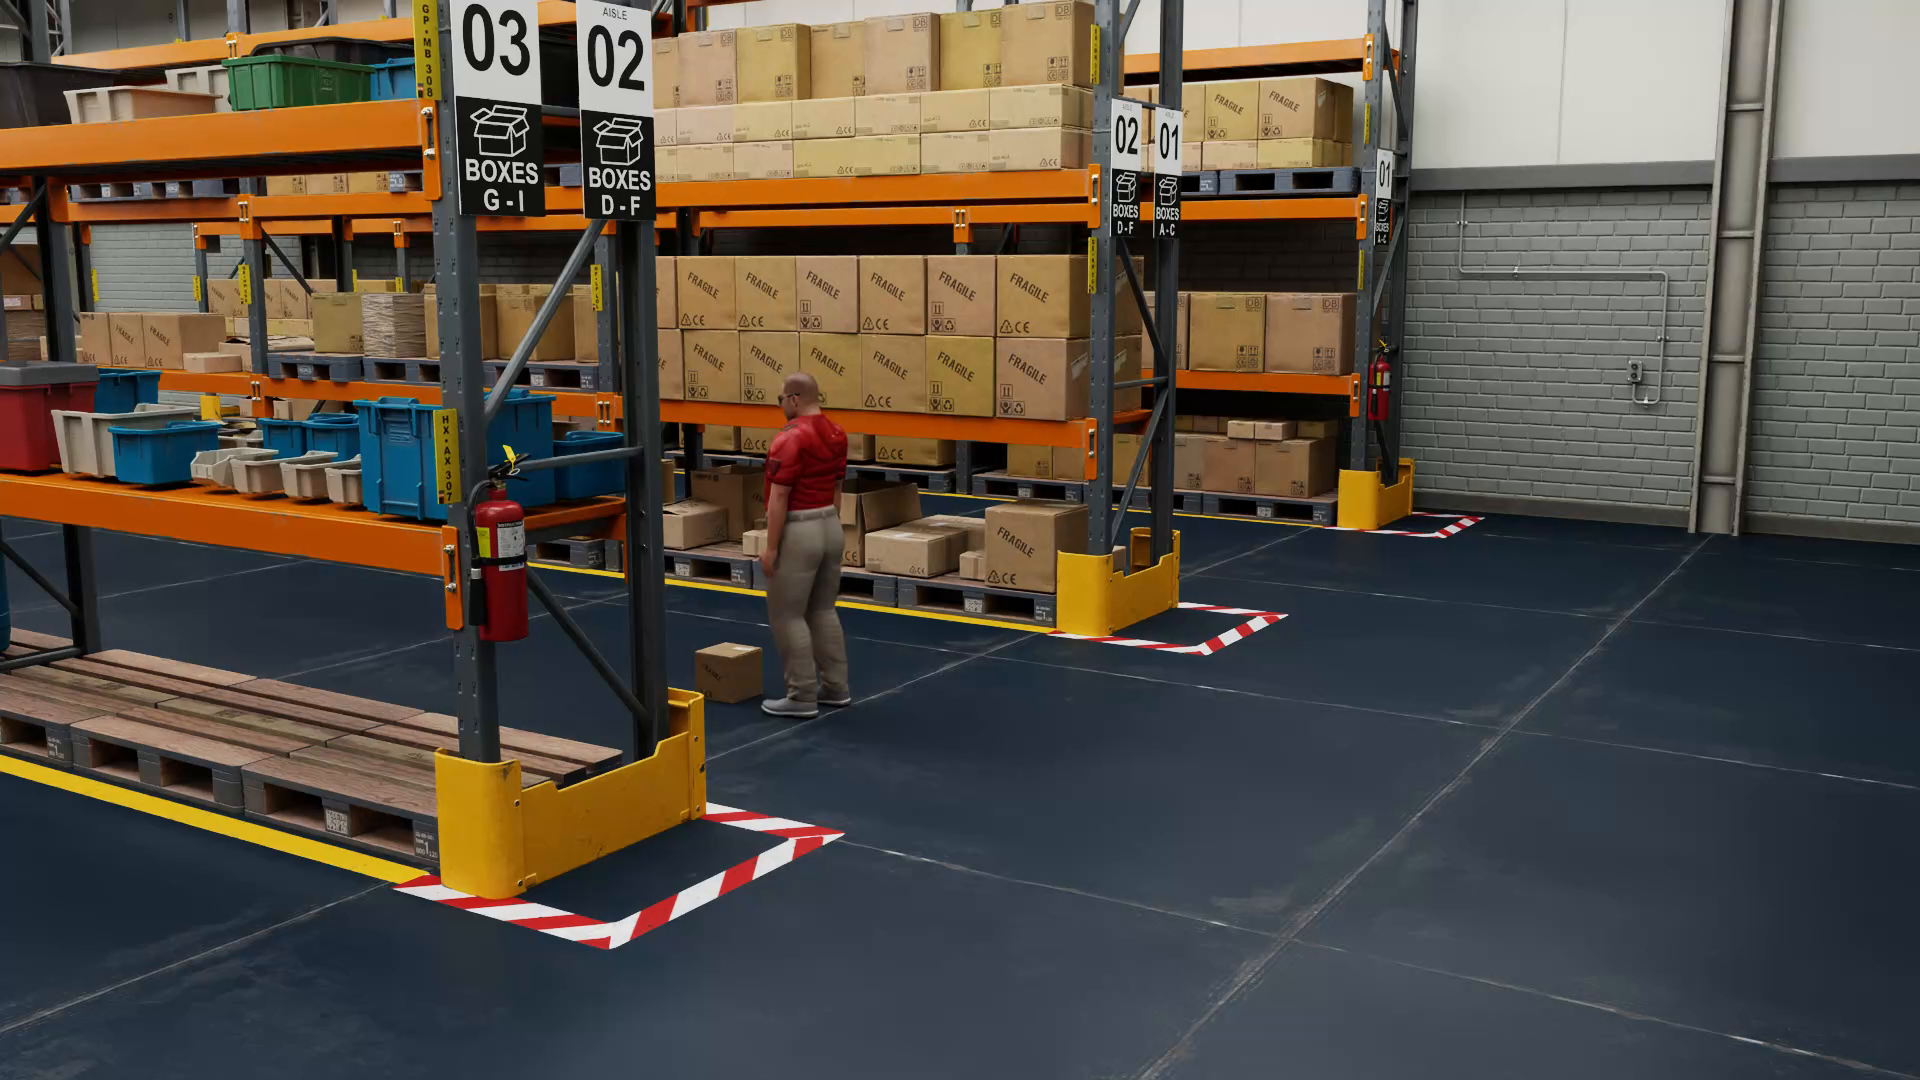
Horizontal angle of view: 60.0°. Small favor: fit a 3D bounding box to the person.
[{"bbox_3d":[-0.805,0.020,8.347,0.359,1.722,0.529,6,11,32],"label":"person"}]
